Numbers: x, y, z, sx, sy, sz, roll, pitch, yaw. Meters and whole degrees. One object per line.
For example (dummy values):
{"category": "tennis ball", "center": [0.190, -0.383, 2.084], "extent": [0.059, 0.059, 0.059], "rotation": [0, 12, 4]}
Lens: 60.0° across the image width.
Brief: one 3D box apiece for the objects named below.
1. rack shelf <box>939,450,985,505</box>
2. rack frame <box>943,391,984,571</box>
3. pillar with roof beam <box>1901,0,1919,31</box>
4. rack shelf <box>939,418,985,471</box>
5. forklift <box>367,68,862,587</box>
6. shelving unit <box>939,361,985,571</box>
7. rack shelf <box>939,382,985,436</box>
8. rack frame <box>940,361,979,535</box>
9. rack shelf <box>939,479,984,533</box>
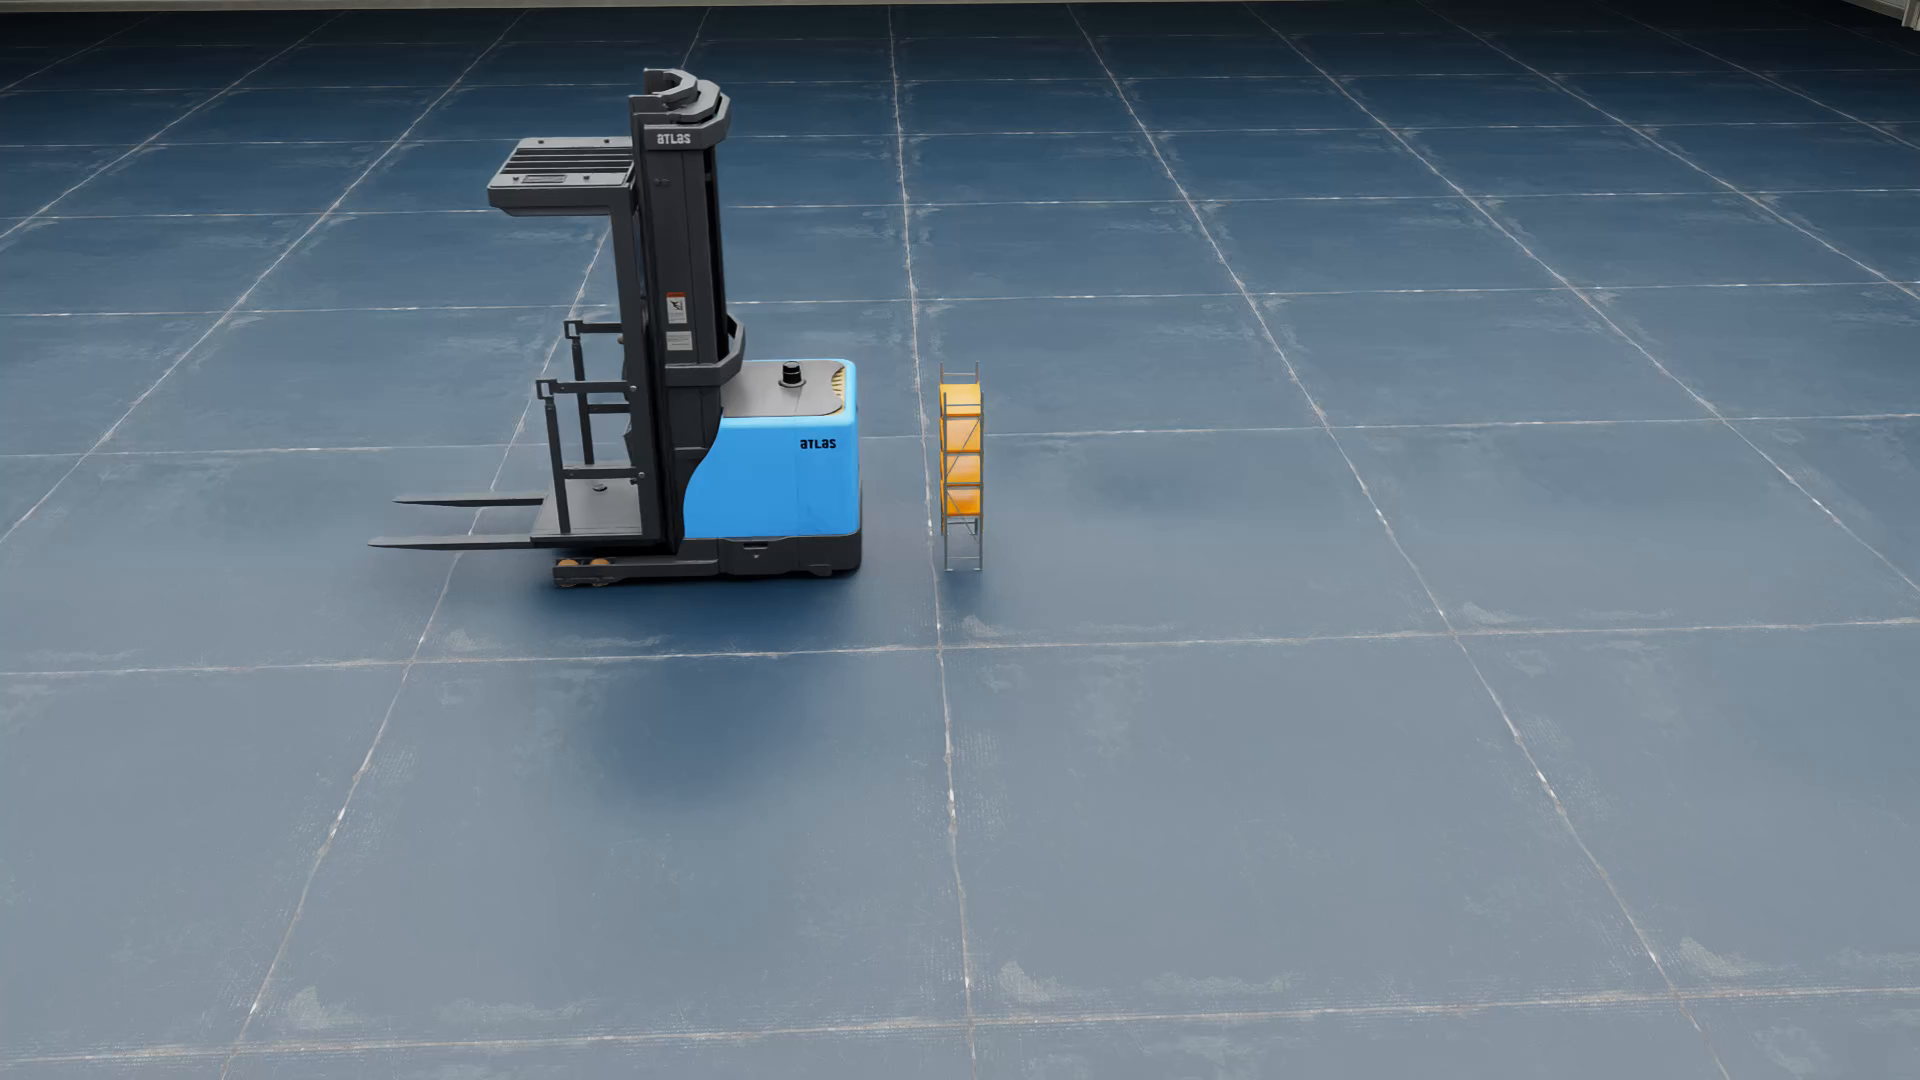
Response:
{"category": "rack shelf", "center": [0.009, -0.396, 10.357], "extent": [0.258, 0.148, 0.480], "rotation": [-1, 28, -3]}
{"category": "rack frame", "center": [0.021, -0.343, 10.110], "extent": [0.240, 1.200, 0.015], "rotation": [-1, 28, -3]}
{"category": "pillar with roof beam", "center": [10.811, -11.966, 23.962], "extent": [9.100, 9.000, 0.400], "rotation": [-1, 28, -3]}
{"category": "rack shelf", "center": [0.009, -0.594, 10.254], "extent": [0.258, 0.148, 0.480], "rotation": [-1, 28, -3]}
{"category": "forklift", "center": [-2.146, -1.262, 10.000], "extent": [3.031, 2.935, 1.130], "rotation": [-1, 28, -2]}
{"category": "shelving unit", "center": [0.009, -0.456, 10.326], "extent": [0.258, 1.200, 0.503], "rotation": [-1, 28, -3]}
{"category": "rack shelf", "center": [0.009, -0.804, 10.144], "extent": [0.258, 0.148, 0.480], "rotation": [-1, 28, -3]}
{"category": "rack frame", "center": [-0.004, -0.568, 10.542], "extent": [0.240, 1.200, 0.015], "rotation": [-1, 28, -3]}
{"category": "rack shelf", "center": [0.009, -0.220, 10.449], "extent": [0.258, 0.148, 0.480], "rotation": [-1, 28, -3]}
